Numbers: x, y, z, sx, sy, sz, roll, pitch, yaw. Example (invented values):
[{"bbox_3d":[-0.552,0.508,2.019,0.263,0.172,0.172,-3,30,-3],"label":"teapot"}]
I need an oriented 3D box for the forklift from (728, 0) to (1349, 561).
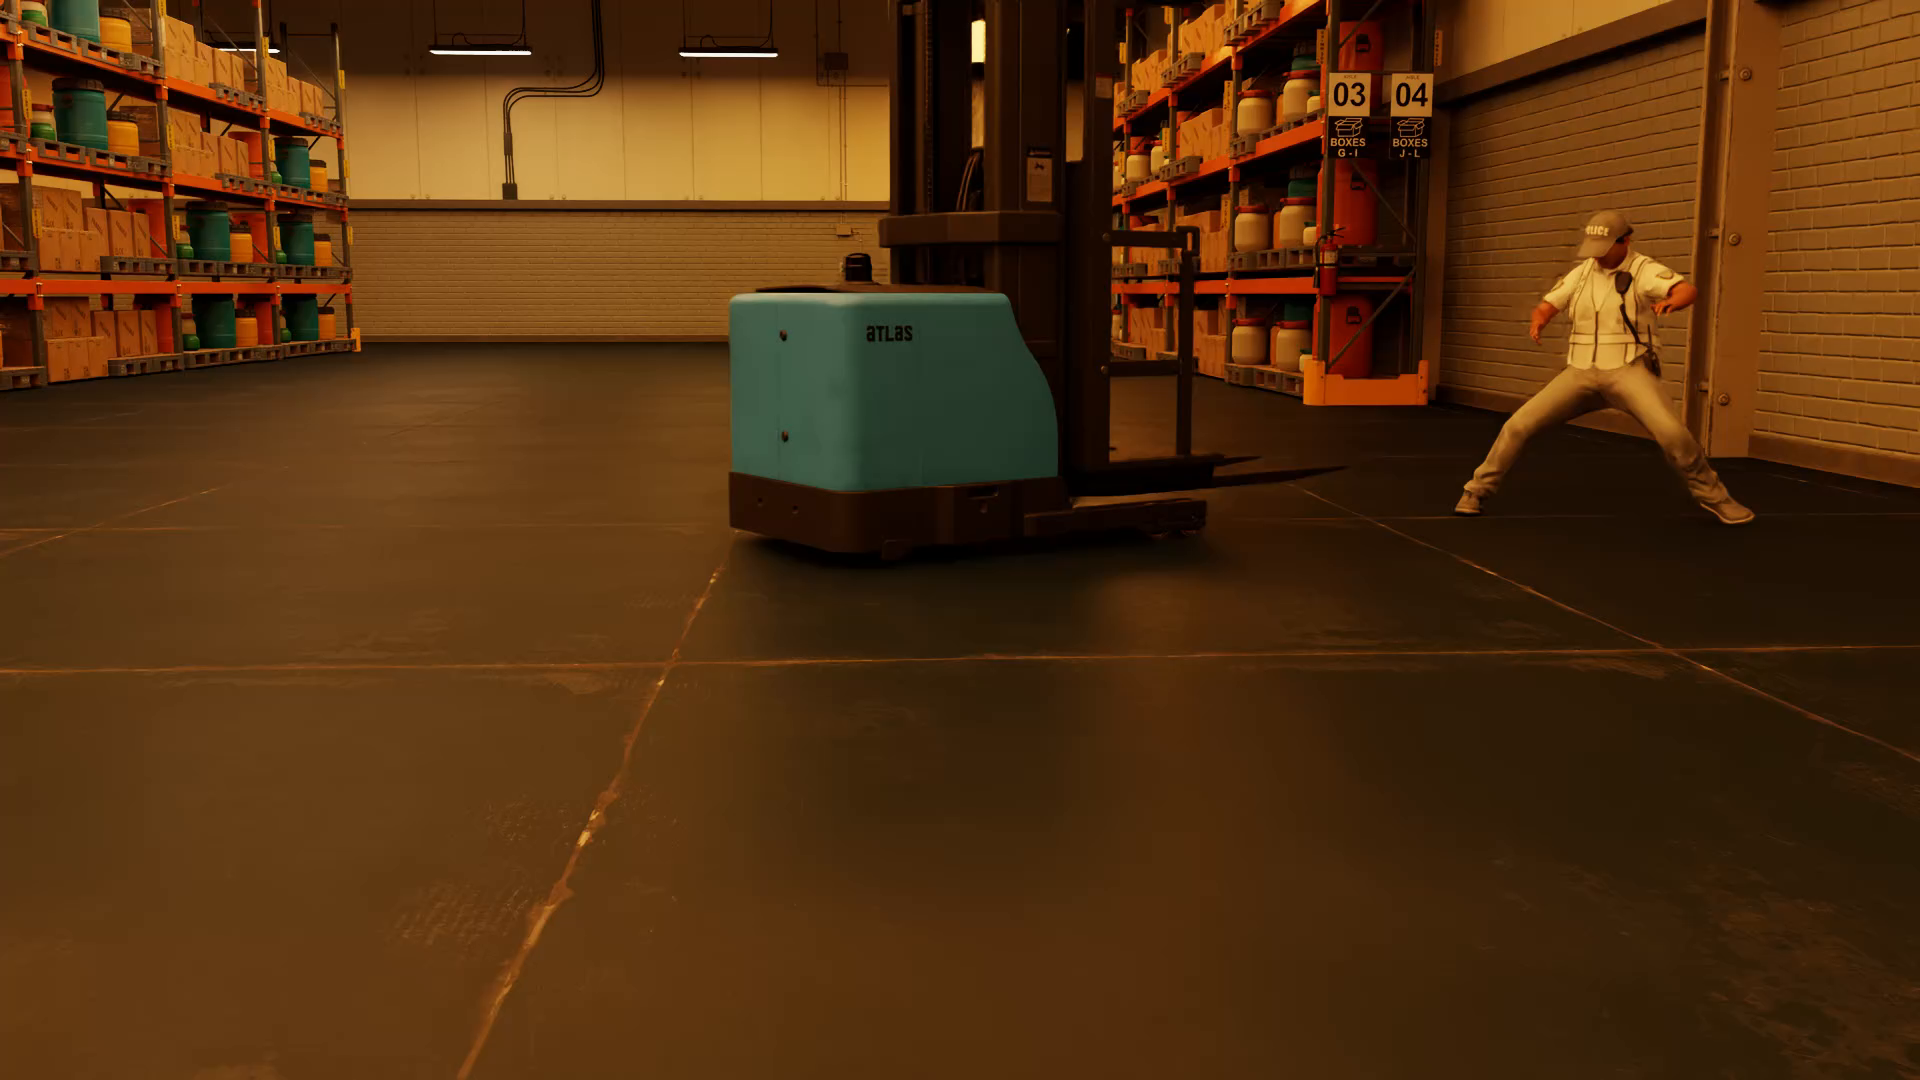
[{"bbox_3d":[0.496,-1.509,7.496,3.031,2.935,1.130,-6,10,-34],"label":"forklift"}]

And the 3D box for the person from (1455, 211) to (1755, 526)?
[{"bbox_3d":[3.028,-0.811,7.811,0.692,1.452,1.284,-7,11,-40],"label":"person"}]
